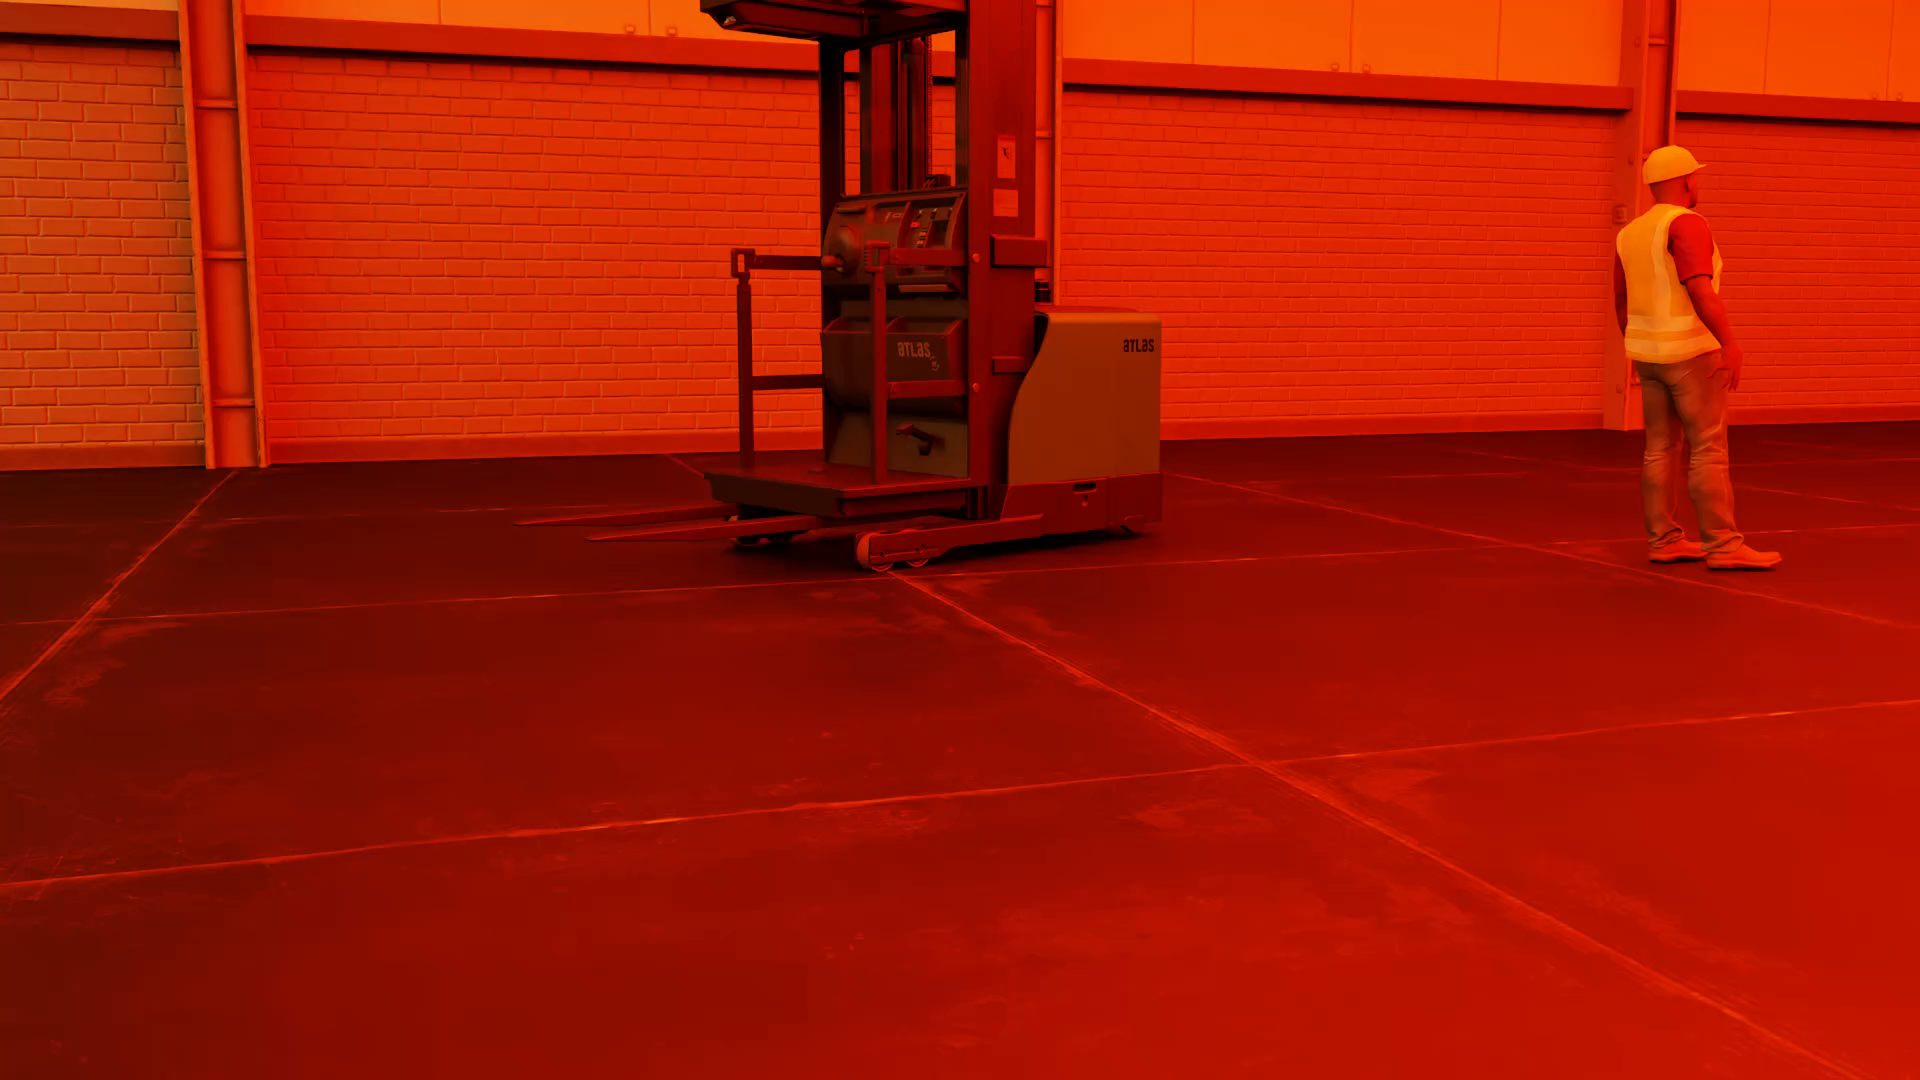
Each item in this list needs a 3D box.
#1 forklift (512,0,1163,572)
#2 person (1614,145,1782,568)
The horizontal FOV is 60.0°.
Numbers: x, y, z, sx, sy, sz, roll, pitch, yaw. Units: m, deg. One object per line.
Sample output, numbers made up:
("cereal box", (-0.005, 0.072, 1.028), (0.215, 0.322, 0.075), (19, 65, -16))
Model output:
("forklift", (-0.461, -1.399, 7.333), (3.031, 2.935, 1.130), (-7, 10, -40))
("person", (3.127, -0.788, 7.106), (0.577, 1.765, 0.666), (-2, 8, -13))
